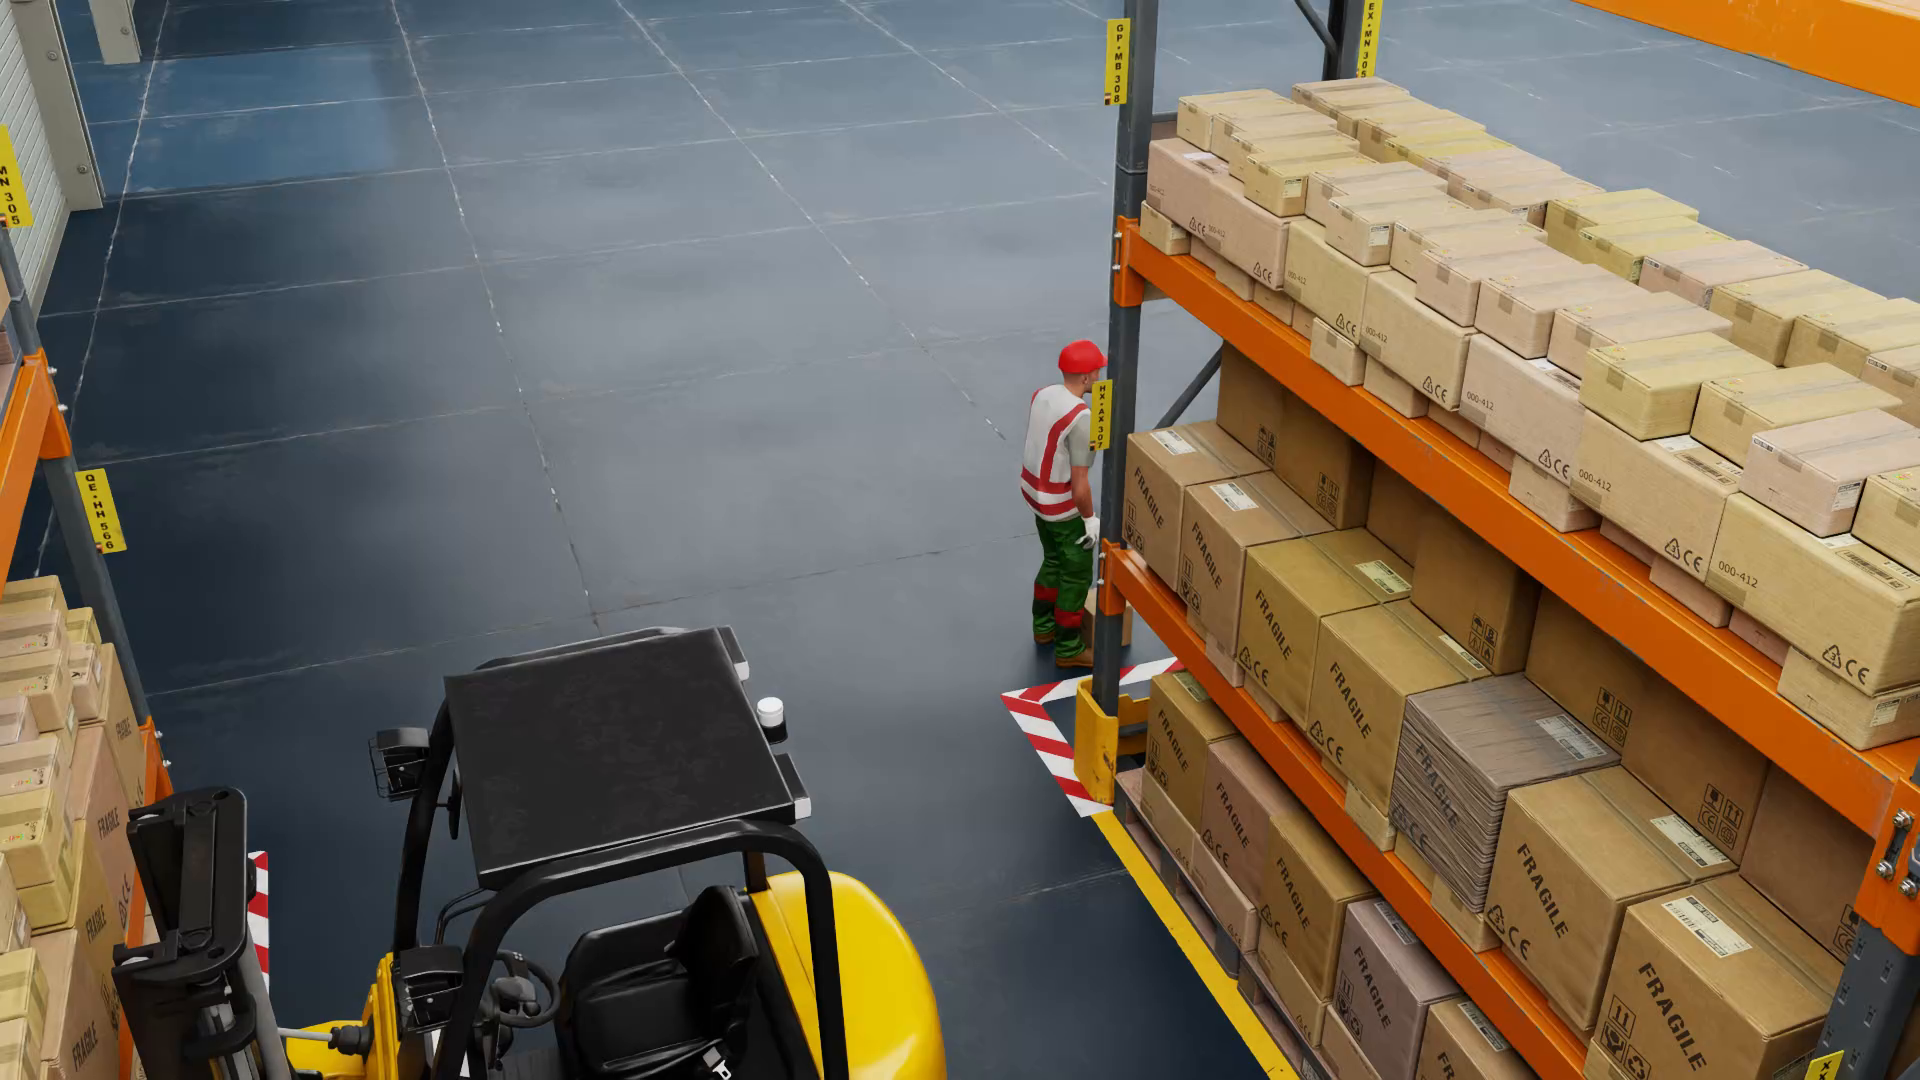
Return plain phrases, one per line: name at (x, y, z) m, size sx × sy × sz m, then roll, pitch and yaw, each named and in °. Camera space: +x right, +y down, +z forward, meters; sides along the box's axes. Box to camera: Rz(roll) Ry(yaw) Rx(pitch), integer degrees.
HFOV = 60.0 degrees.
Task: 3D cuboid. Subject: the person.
person at (0.561, -0.194, 8.676) m, size 0.453 × 1.777 × 0.609 m, roll -12°, pitch 32°, yaw -20°
